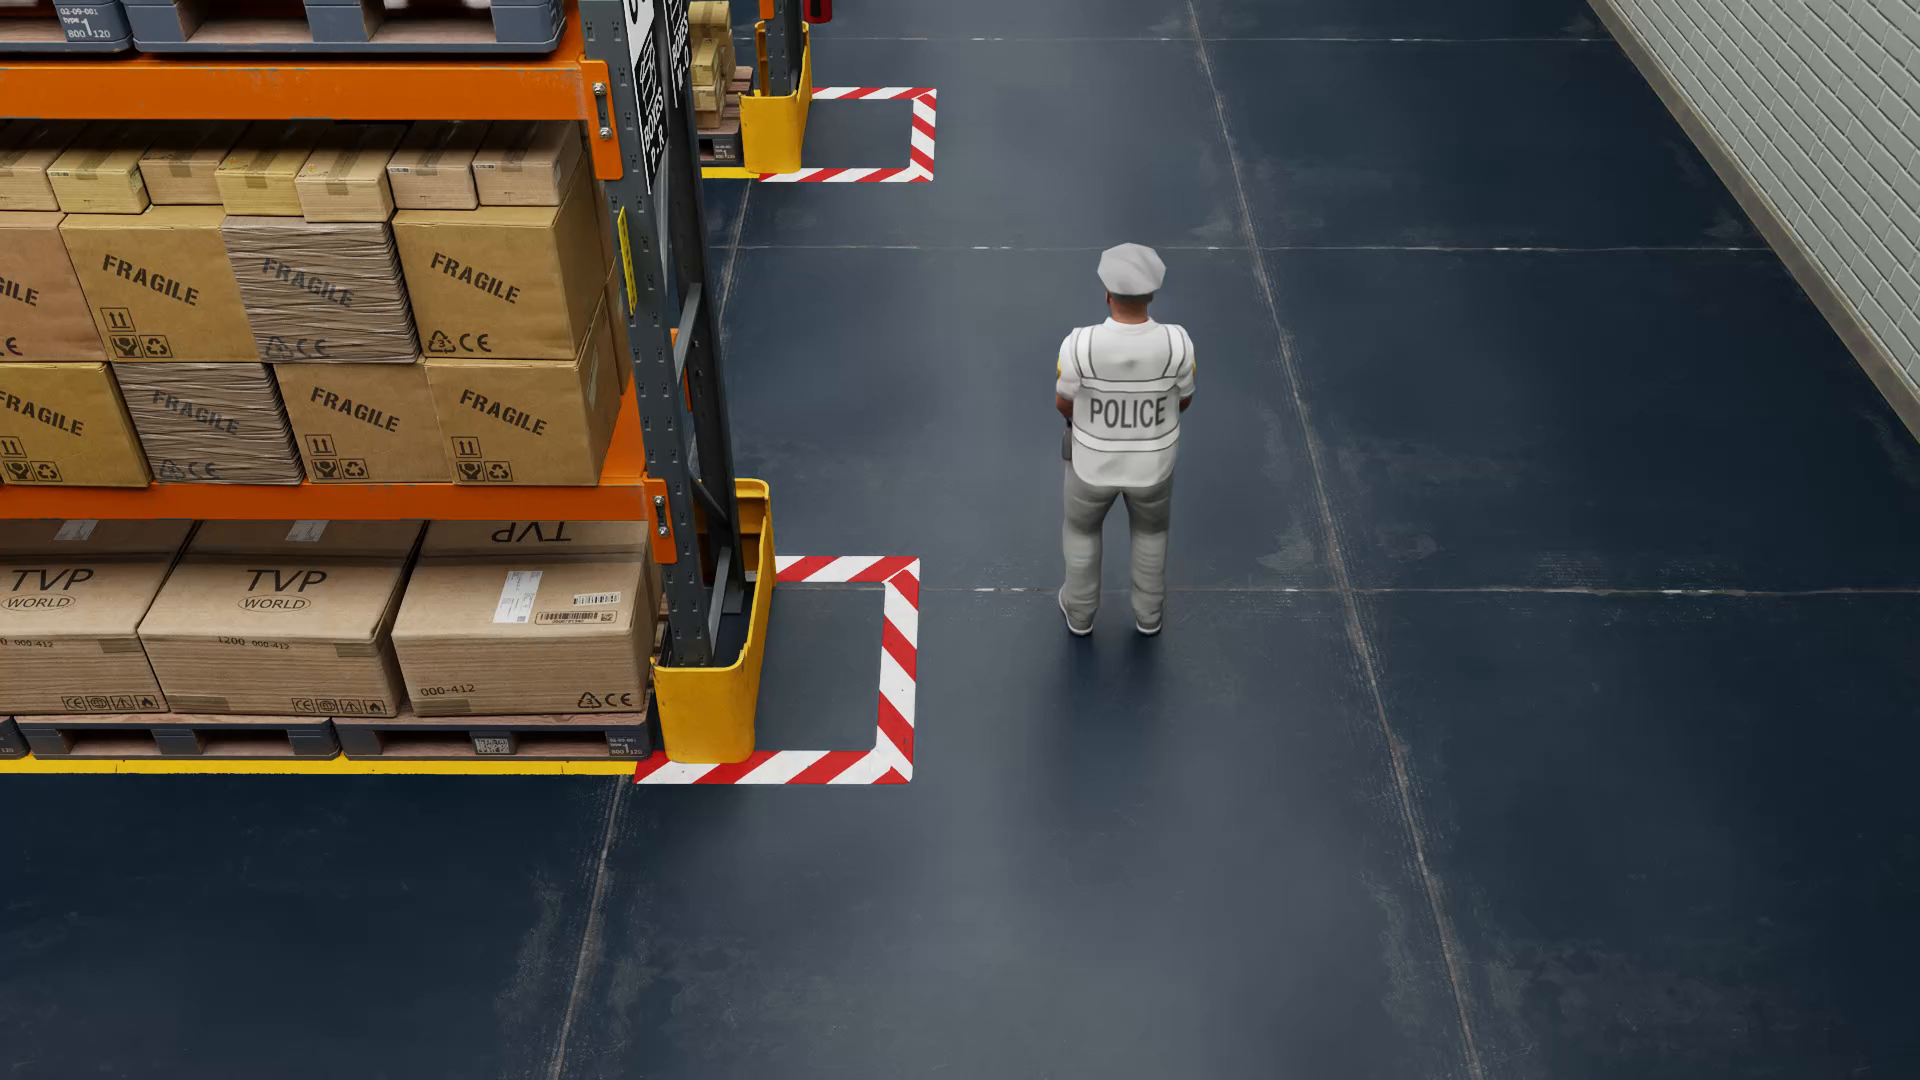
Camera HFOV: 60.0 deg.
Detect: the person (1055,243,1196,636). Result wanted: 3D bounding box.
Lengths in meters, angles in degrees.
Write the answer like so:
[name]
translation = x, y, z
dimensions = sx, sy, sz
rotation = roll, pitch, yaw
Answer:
[person]
translation = 0.629, -0.376, 6.589
dimensions = 0.530, 1.772, 0.513
rotation = 0, 39, 0
